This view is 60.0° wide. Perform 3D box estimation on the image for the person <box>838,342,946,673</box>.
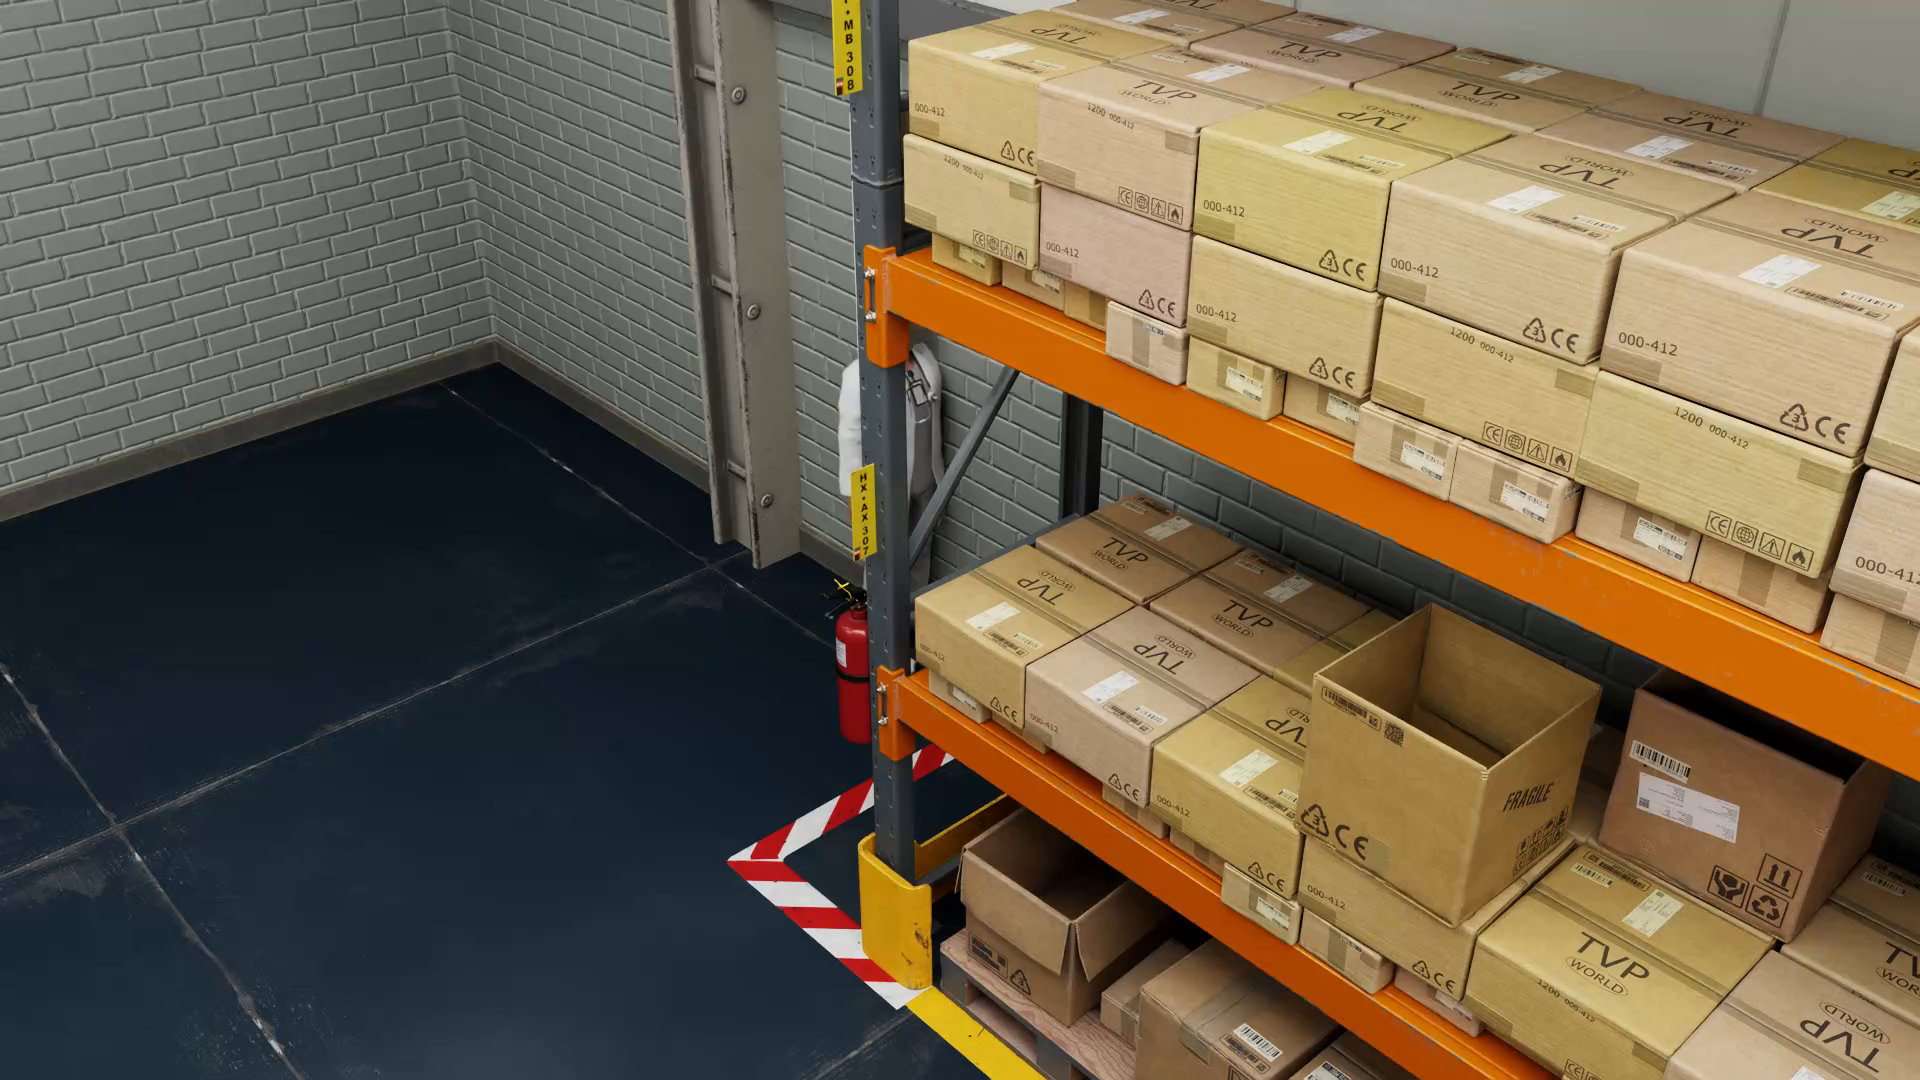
[{"bbox_3d":[-0.238,-0.266,7.542,0.625,1.786,0.433,-26,40,-36],"label":"person"}]
